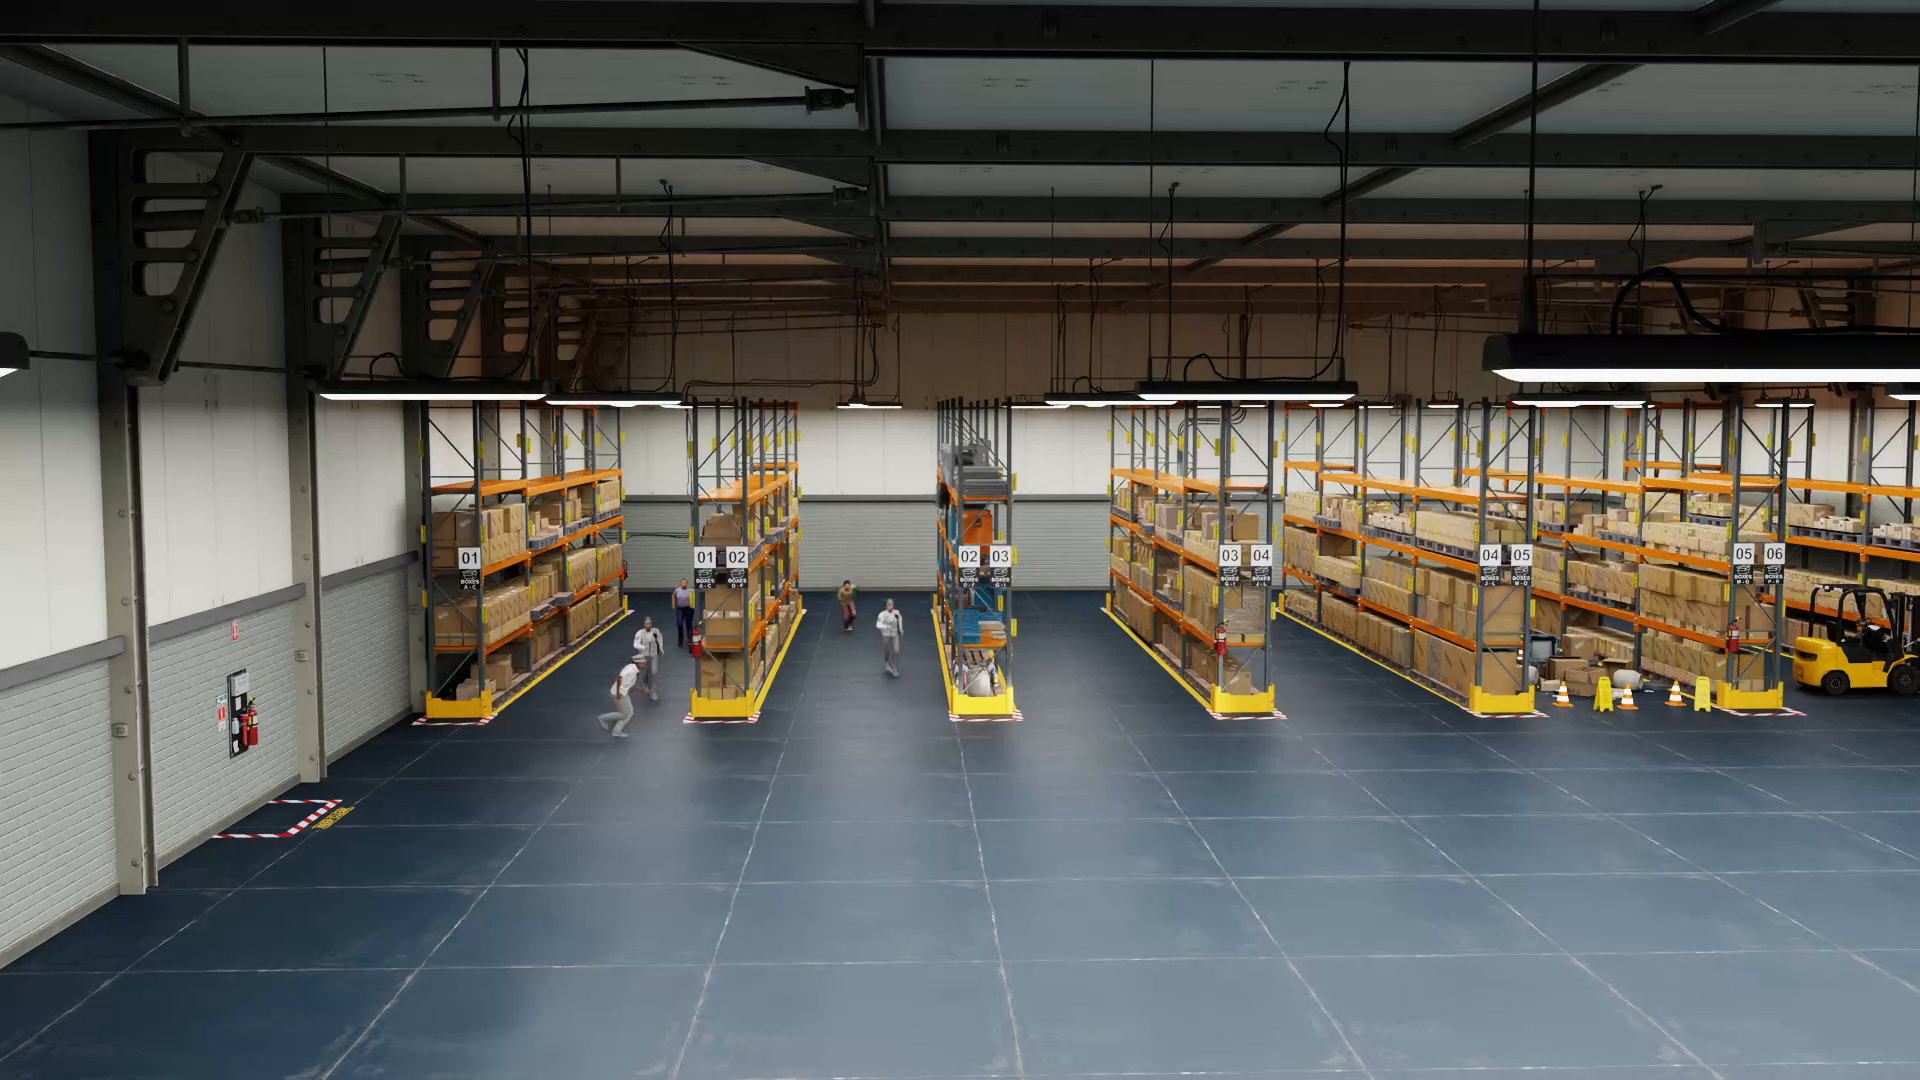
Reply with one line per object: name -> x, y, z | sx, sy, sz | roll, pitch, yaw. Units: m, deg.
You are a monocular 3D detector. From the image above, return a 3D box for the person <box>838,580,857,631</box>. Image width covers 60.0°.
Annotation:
person -> -2.920, 1.691, 43.069 | 0.587, 1.393, 0.940 | -1, 5, -18

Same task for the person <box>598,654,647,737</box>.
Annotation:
person -> -5.906, 2.747, 29.206 | 0.811, 1.472, 0.590 | 0, 4, 3

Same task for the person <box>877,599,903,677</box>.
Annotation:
person -> -1.531, 2.099, 36.223 | 0.604, 1.683, 0.934 | -1, 4, -9

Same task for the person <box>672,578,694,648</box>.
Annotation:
person -> -6.718, 1.779, 40.578 | 0.627, 1.714, 0.776 | 0, 4, -3

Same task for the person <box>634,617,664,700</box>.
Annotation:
person -> -6.232, 2.328, 33.302 | 0.600, 1.659, 0.941 | -1, 5, -13
